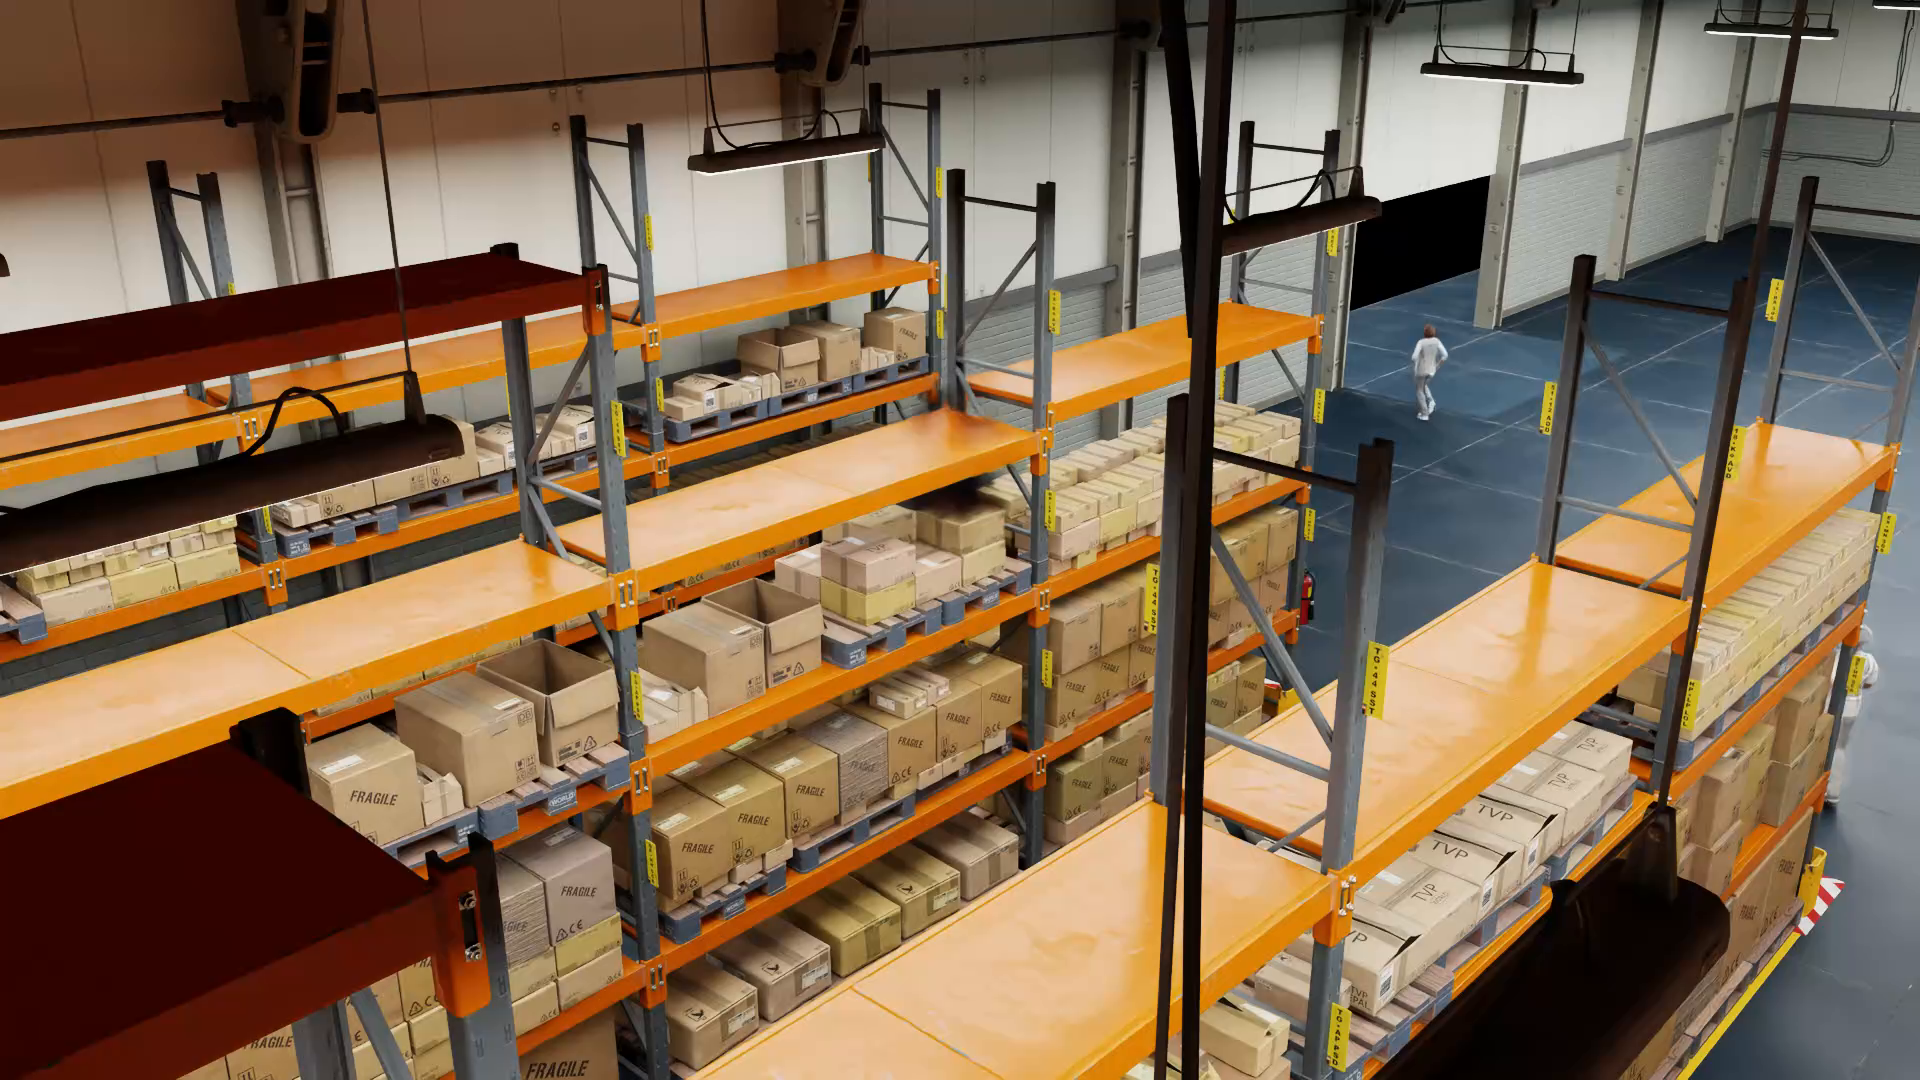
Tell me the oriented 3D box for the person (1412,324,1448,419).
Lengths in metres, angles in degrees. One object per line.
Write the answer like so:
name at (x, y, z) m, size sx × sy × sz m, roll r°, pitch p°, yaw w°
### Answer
person at (7.531, -2.737, 26.938) m, size 0.522 × 1.538 × 0.549 m, roll -4°, pitch 22°, yaw -11°

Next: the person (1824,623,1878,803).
person at (8.162, 1.575, 15.533) m, size 0.640 × 1.788 × 0.682 m, roll 2°, pitch 21°, yaw 4°
